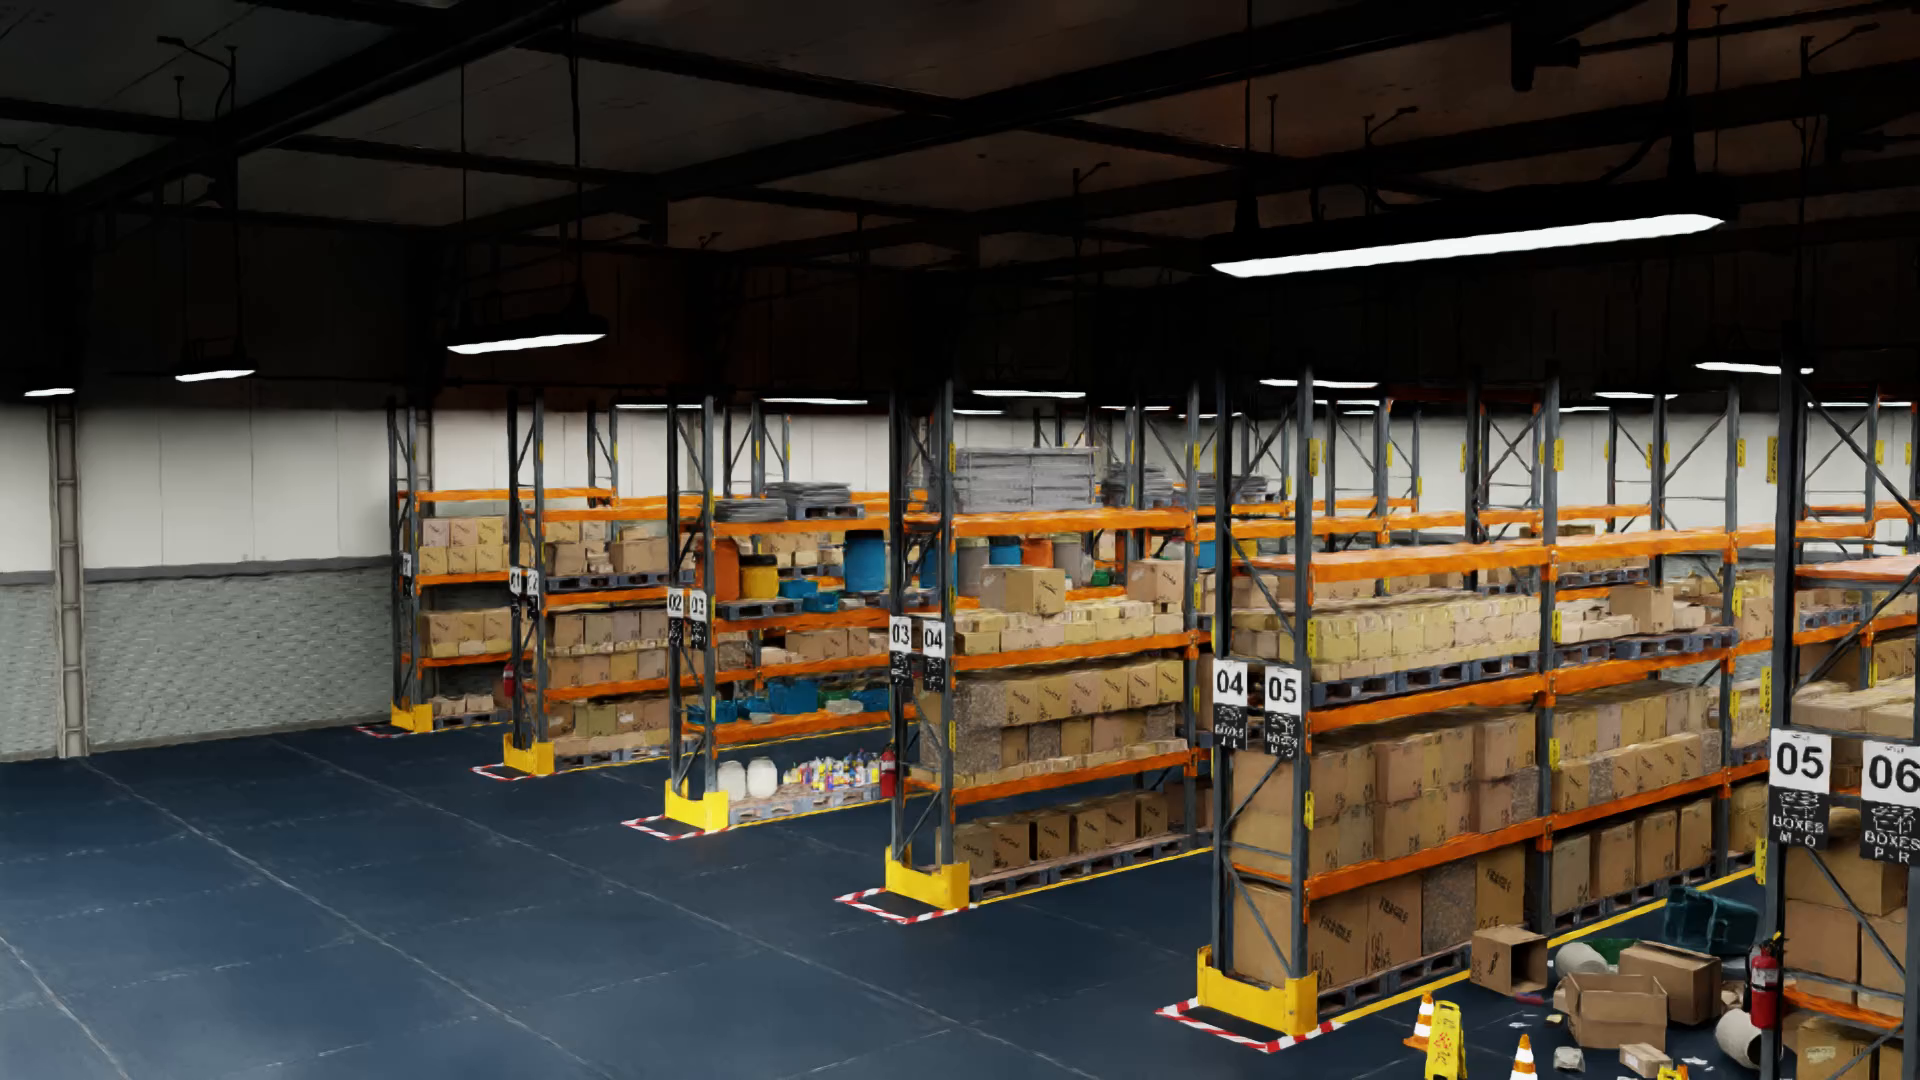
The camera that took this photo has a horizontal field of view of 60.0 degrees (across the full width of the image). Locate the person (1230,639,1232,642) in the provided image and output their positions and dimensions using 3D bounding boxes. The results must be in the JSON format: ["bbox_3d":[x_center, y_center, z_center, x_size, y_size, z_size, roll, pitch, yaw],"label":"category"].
[{"bbox_3d":[5.753,2.265,34.923,0.547,1.742,0.677,-3,4,-42],"label":"person"}]

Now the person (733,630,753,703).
[{"bbox_3d":[-4.003,2.450,30.998,0.515,1.784,0.638,1,4,18],"label":"person"}]

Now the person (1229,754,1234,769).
[{"bbox_3d":[4.104,2.840,24.579,0.651,1.745,0.591,-1,3,-15],"label":"person"}]
